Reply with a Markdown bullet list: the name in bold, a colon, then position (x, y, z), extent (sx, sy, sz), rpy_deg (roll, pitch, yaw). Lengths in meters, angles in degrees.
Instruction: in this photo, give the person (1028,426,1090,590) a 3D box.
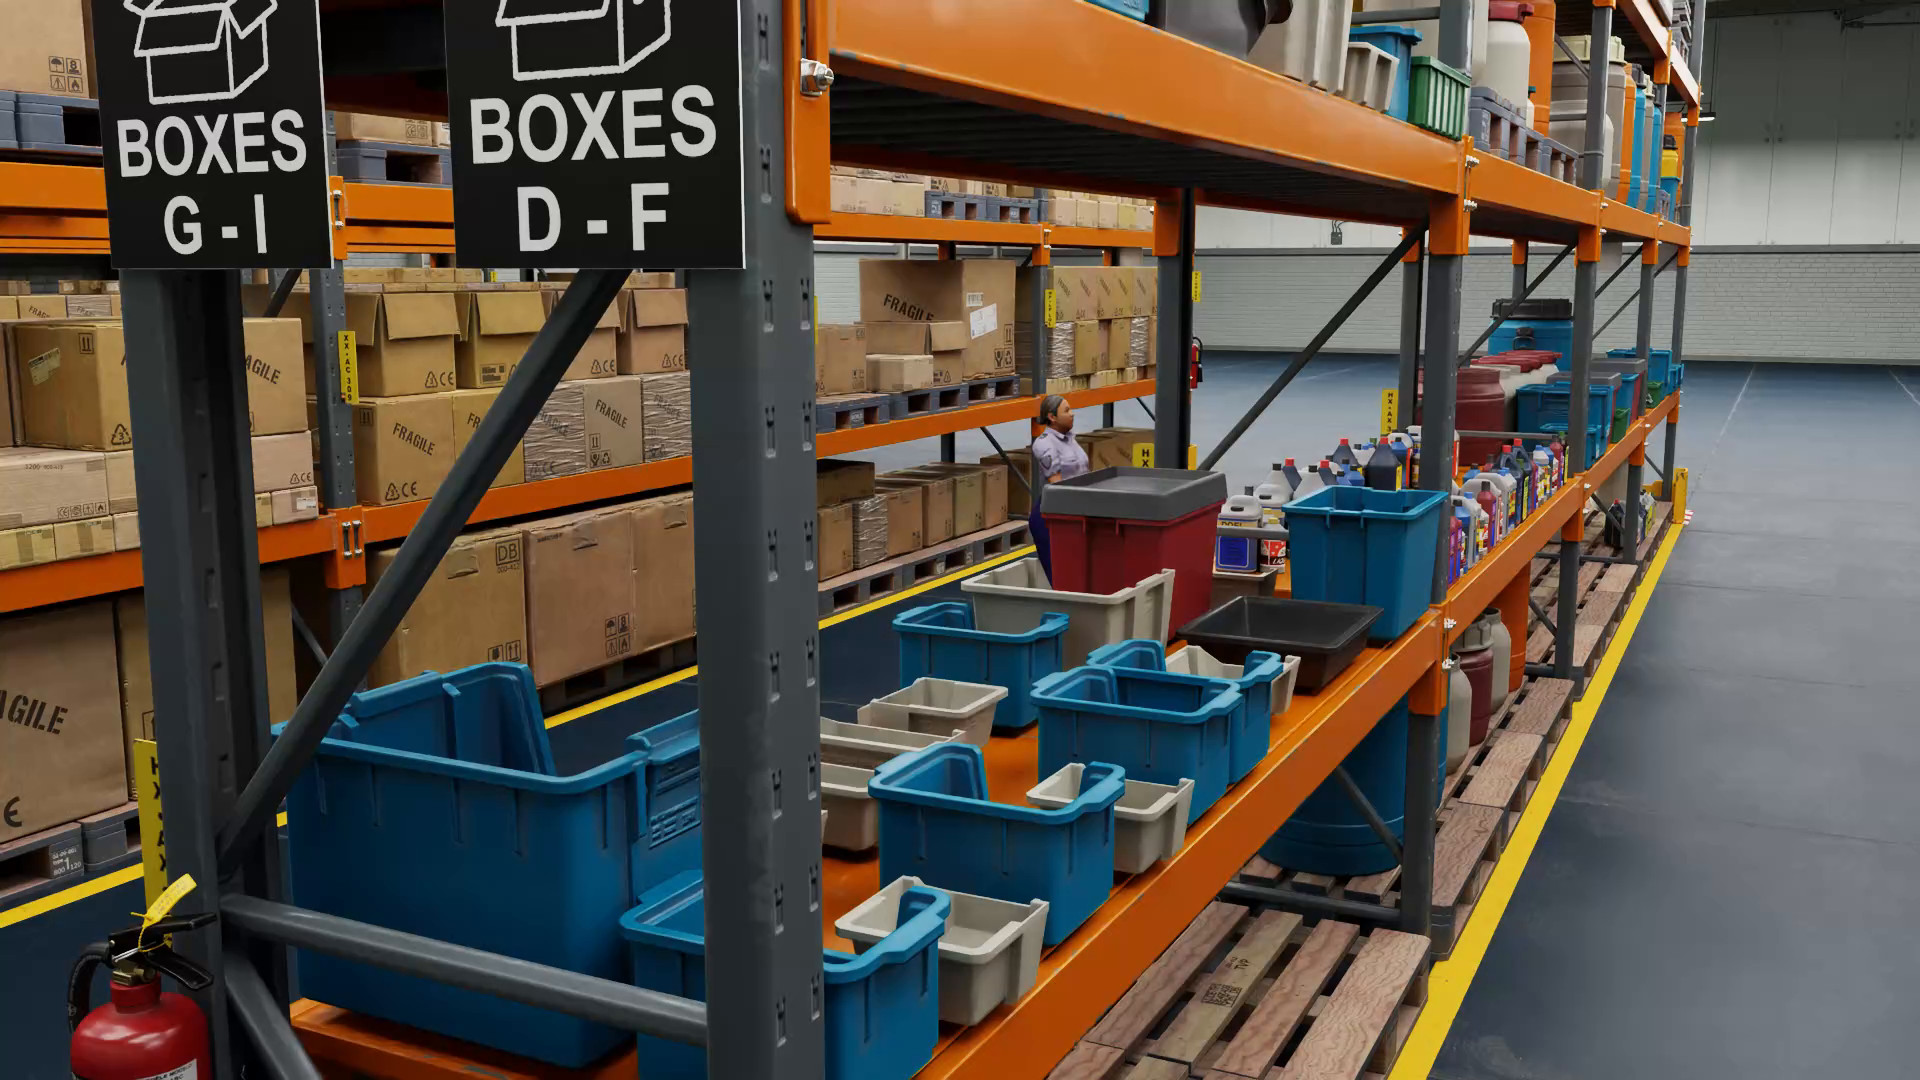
- **person**: position (0.654, -0.007, 10.632), extent (0.362, 1.432, 0.451), rpy_deg (5, 10, 26)
